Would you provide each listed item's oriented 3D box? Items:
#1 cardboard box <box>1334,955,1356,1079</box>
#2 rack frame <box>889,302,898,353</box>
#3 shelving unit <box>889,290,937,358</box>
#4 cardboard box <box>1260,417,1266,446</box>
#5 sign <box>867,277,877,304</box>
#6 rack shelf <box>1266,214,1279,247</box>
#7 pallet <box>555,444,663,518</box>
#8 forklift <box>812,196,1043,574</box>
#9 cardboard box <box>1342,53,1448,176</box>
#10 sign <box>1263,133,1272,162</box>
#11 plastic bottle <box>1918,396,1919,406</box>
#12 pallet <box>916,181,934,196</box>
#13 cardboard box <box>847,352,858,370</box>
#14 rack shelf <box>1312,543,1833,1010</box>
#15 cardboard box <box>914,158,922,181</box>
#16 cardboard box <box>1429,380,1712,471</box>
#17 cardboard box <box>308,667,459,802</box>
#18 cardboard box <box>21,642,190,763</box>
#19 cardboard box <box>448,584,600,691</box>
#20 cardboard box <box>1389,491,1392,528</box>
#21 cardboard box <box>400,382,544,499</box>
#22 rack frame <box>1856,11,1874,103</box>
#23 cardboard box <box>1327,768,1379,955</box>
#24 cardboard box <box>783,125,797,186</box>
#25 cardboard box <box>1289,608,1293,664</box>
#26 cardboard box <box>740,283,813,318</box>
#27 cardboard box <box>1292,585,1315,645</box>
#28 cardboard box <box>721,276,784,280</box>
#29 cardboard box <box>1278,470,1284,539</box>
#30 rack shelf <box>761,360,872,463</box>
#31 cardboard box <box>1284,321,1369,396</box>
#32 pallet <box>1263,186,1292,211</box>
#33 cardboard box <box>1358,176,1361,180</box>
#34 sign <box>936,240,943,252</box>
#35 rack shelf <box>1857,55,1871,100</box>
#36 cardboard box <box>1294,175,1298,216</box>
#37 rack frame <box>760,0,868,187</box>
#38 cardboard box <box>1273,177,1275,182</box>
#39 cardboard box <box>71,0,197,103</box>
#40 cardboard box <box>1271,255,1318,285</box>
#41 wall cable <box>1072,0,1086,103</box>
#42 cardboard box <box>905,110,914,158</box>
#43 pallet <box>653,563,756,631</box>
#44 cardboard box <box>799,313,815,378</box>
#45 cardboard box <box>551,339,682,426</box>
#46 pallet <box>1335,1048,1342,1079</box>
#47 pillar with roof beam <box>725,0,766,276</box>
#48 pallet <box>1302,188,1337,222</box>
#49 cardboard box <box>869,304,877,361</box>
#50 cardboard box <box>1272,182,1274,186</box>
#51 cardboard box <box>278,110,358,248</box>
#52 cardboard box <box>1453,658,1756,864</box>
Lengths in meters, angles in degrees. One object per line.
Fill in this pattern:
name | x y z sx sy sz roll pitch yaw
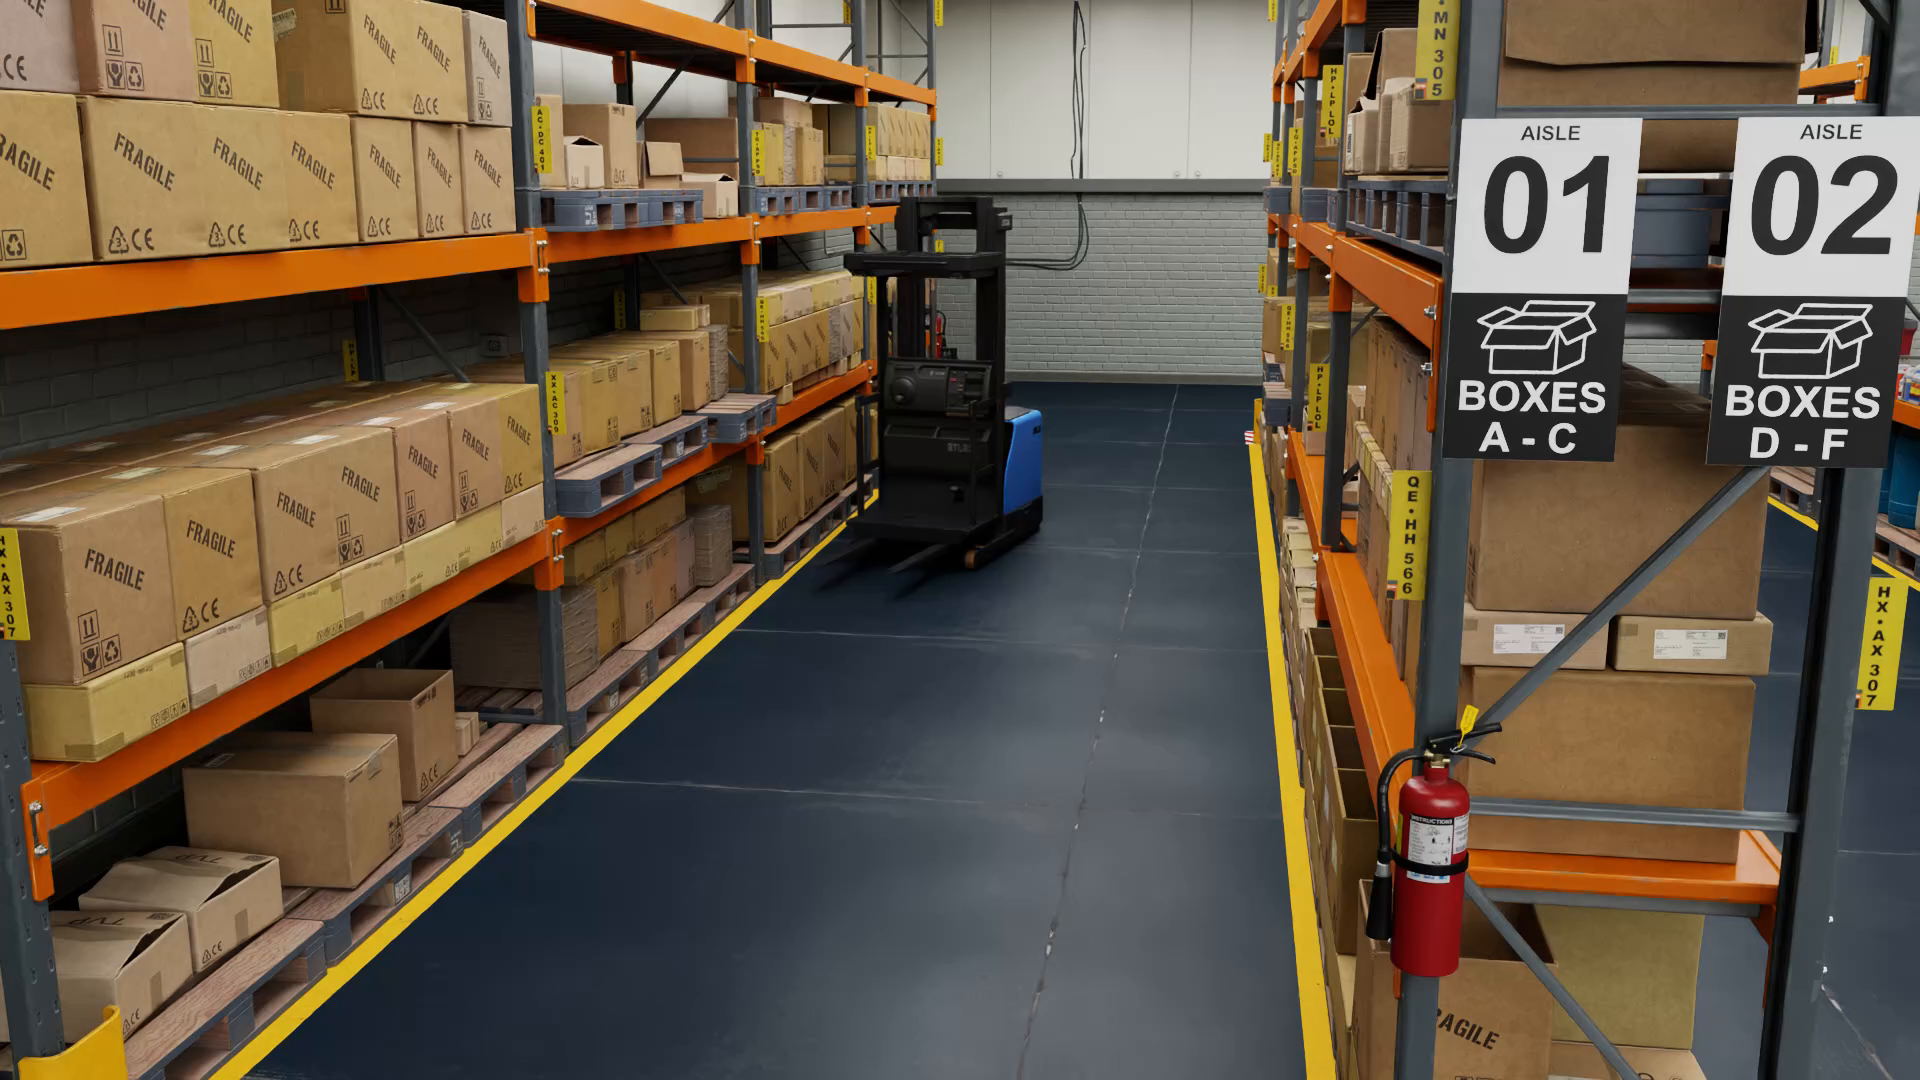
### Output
cardboard box | 1.503 1.605 5.456 0.500 0.250 0.500 2 12 9
rack frame | -0.564 -1.301 15.547 0.400 2.100 0.015 -4 13 -18
shelving unit | -0.489 -1.252 15.320 0.431 2.100 0.503 -4 13 -18
cardboard box | 3.591 -1.198 18.413 0.500 0.250 0.500 2 12 9
sign | -0.864 -2.478 16.310 0.100 0.325 0.005 2 12 9
rack shelf | 3.801 -3.337 17.446 1.077 0.370 4.000 2 12 9
pallet | -2.371 -0.361 9.505 1.003 0.211 1.213 2 12 9
forklift | -0.260 -1.291 13.527 1.130 2.935 3.031 5 13 21
cardboard box | 1.925 -1.834 7.195 0.500 0.500 0.500 3 13 13
sign | 3.572 -4.550 19.292 0.100 0.325 0.005 2 12 9
plastic bottle | 7.703 -1.222 13.161 0.144 0.351 0.185 2 12 9
pallet | -0.891 -4.067 19.335 1.003 0.211 1.213 2 12 9
cardboard box | -1.190 -1.720 15.904 0.380 0.149 0.250 2 12 10
rack shelf | 1.955 0.627 6.171 1.077 0.370 4.000 2 12 9
cardboard box | -0.716 -4.176 18.754 0.500 0.250 0.500 1 12 7
cardboard box | 1.816 -0.209 5.025 0.700 0.500 0.500 2 12 7
cardboard box | -2.752 0.924 7.977 0.500 0.500 0.500 1 12 4
cardboard box | -2.859 0.504 5.342 0.500 0.250 0.500 2 12 7
cardboard box | -2.536 0.552 9.699 0.700 0.500 0.500 2 12 11
cardboard box | 1.755 -0.083 5.981 0.380 0.149 0.250 2 12 8
cardboard box | -2.400 -0.495 8.200 0.500 0.500 0.500 2 12 9
rack frame | 8.387 -4.578 14.374 1.000 3.000 0.127 2 12 9
cardboard box | 1.576 1.134 5.861 0.500 0.500 0.500 2 12 9
cardboard box | -1.808 -3.296 14.268 0.700 0.500 0.500 2 12 9
cardboard box | 2.278 0.585 10.191 0.500 0.250 0.500 2 12 10
cardboard box | -1.538 -2.006 13.912 0.500 0.250 0.500 2 12 9
cardboard box | 2.195 0.418 9.633 0.500 0.311 0.500 2 12 8
cardboard box | -1.876 -2.236 14.976 0.500 0.250 0.500 1 12 7
cardboard box | 2.870 -0.277 13.546 0.500 0.500 0.500 1 12 7
rack shelf | -1.710 -1.198 14.640 1.077 0.370 4.000 2 12 9
cardboard box | 2.864 -1.362 12.461 0.700 0.500 0.500 -2 12 -10
pallet | 3.324 -3.047 14.839 1.213 0.211 1.003 2 12 9
cardboard box | 2.801 -2.366 10.591 0.500 0.250 0.500 2 12 10
sign | -0.253 -3.460 20.117 0.100 0.325 0.005 2 12 9
rack shelf | 8.080 -3.614 12.560 1.077 0.370 4.000 2 12 9
cardboard box | 2.990 -2.687 12.483 0.910 0.500 0.500 2 12 9
rack frame | -1.402 -4.899 15.864 1.000 3.000 0.127 2 12 9
cardboard box | 3.537 -3.866 17.360 0.500 0.250 0.500 2 12 9
cardboard box | -2.821 -1.657 5.283 0.500 0.500 0.500 2 12 8
cardboard box | 3.469 -2.669 17.148 0.500 0.500 0.500 2 12 9
wall cable | 3.109 -7.760 24.525 3.097 2.526 0.112 2 12 9
cardboard box | -0.789 -4.438 18.190 0.500 0.500 0.500 1 12 6
pallet | -2.139 0.392 12.171 1.003 0.211 1.213 2 12 9
cardboard box | -1.522 -1.642 14.002 0.500 0.500 0.500 2 12 8
cardboard box | -2.249 -1.039 10.913 0.700 0.500 0.500 2 12 9
pallet | 1.724 1.894 5.202 1.003 0.211 1.213 2 12 9
pillar with roof beam | 2.105 -4.933 16.023 9.100 9.000 0.400 2 12 9
pallet | 2.862 -2.203 10.926 1.213 0.211 1.003 2 12 11
cardboard box | -1.302 -2.225 16.986 0.980 0.700 0.700 2 12 10
cardboard box | 3.613 -3.725 17.896 0.500 0.250 0.500 2 12 9
cardboard box | -2.694 -1.386 6.398 0.500 0.500 0.500 3 12 12
cardboard box | 1.732 0.546 4.602 0.700 0.500 0.500 2 12 9
